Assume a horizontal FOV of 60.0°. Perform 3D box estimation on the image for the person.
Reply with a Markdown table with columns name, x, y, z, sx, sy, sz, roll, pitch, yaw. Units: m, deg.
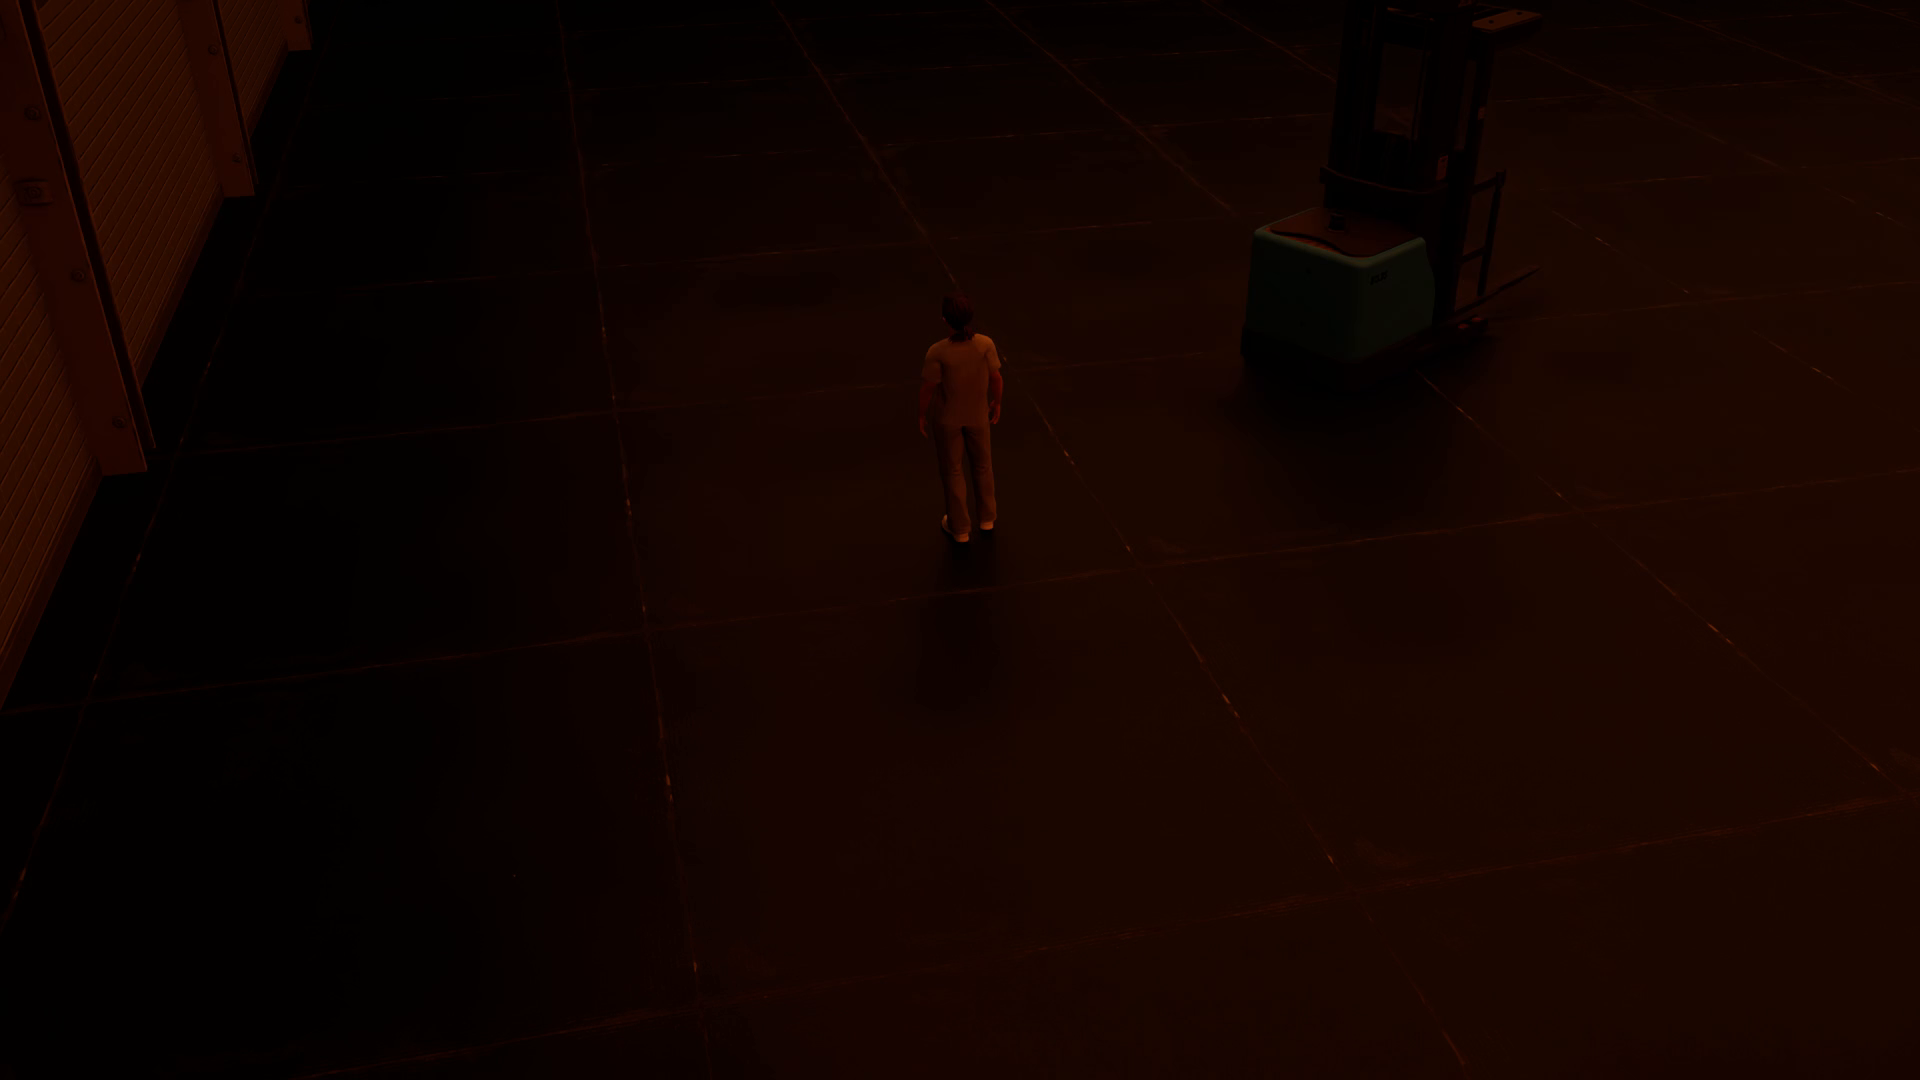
| name | x | y | z | sx | sy | sz | roll | pitch | yaw |
| --- | --- | --- | --- | --- | --- | --- | --- | --- | --- |
| person | -0.004 | -0.765 | 10.144 | 0.549 | 1.664 | 0.548 | -7 | 31 | -12 |

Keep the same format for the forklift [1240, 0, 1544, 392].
| name | x | y | z | sx | sy | sz | roll | pitch | yaw |
| --- | --- | --- | --- | --- | --- | --- | --- | --- | --- |
| forklift | 3.578 | -2.983 | 12.727 | 3.031 | 2.935 | 1.130 | -26 | 39 | -37 |
